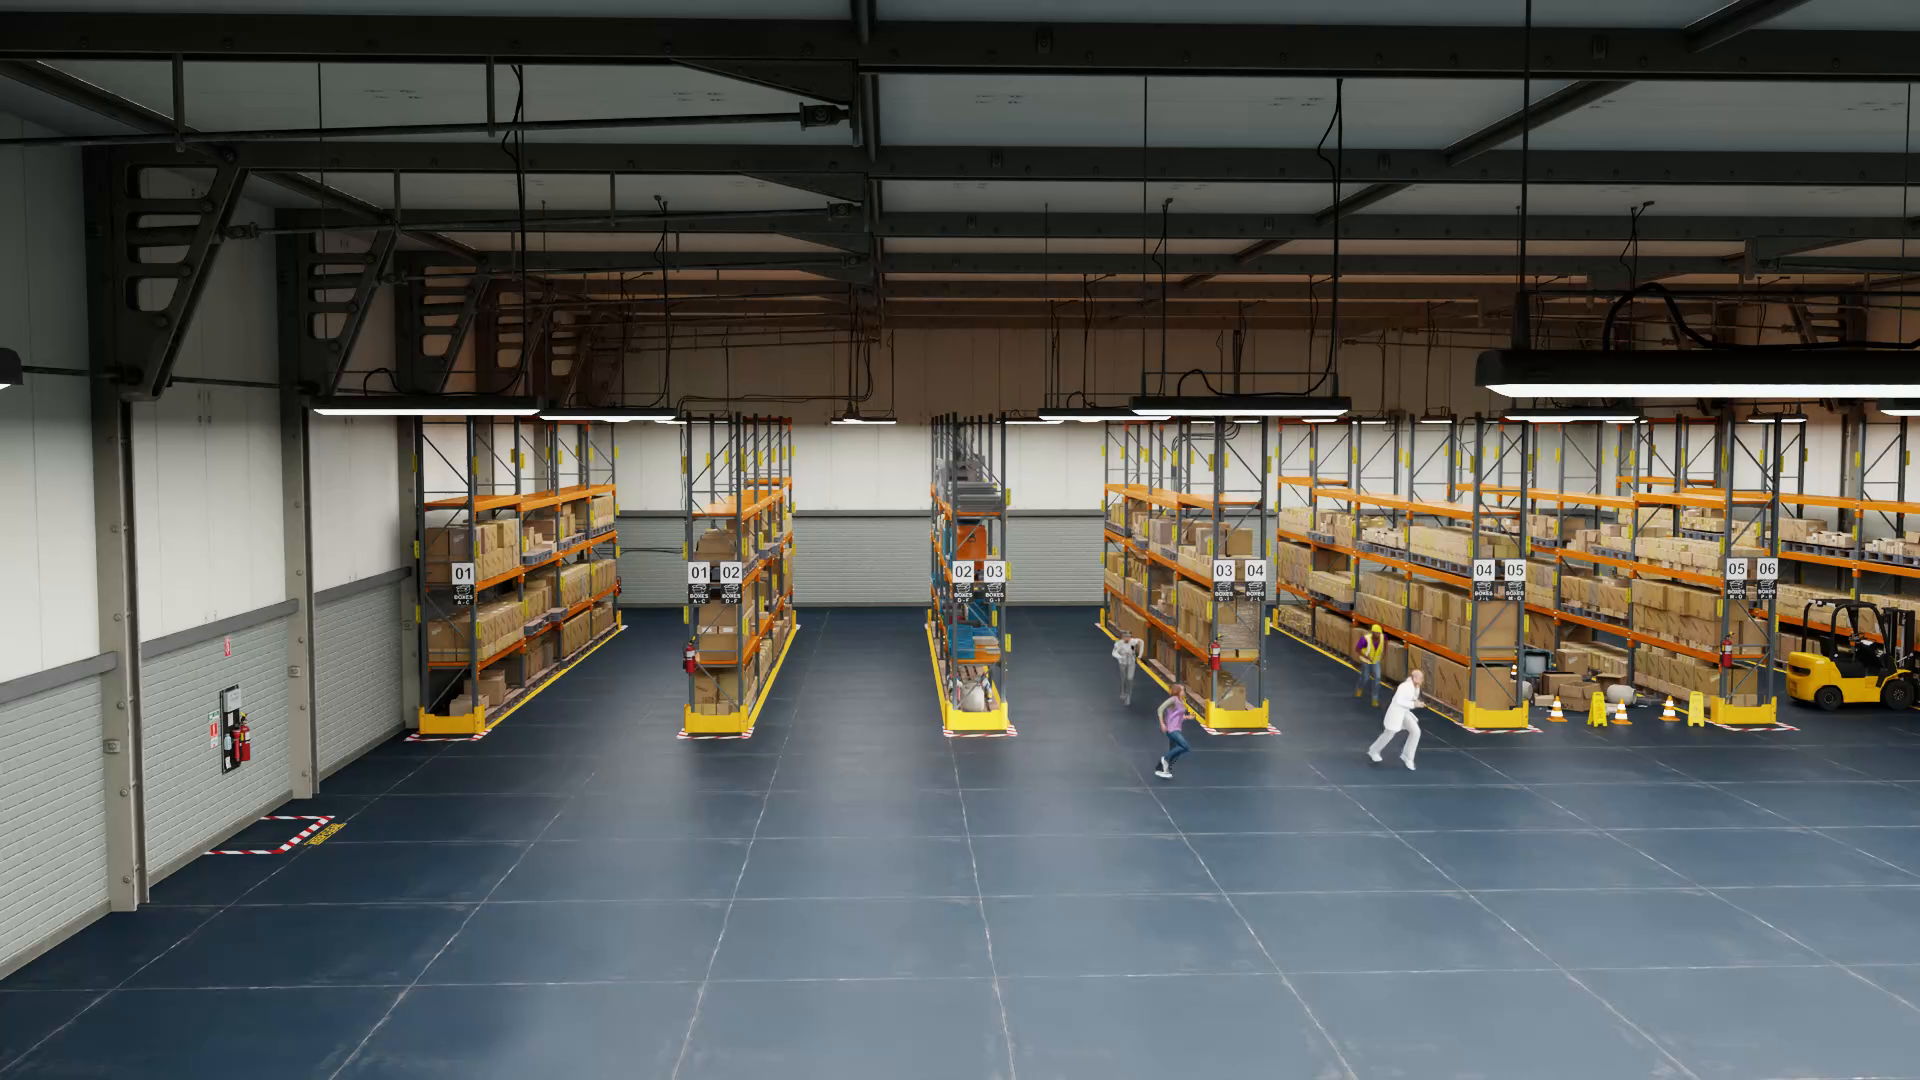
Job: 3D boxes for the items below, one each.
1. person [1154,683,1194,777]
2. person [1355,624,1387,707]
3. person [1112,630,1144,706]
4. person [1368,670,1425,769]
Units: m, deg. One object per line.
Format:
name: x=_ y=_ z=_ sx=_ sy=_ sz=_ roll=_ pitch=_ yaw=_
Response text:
person: x=3.487 y=3.097 z=27.023 sx=0.639 sy=1.536 sz=0.524 roll=2 pitch=4 yaw=23
person: x=8.473 y=2.559 z=34.435 sx=0.744 sy=1.715 sz=1.057 roll=-1 pitch=4 yaw=-13
person: x=3.474 y=2.623 z=34.432 sx=0.653 sy=1.612 sz=0.949 roll=0 pitch=4 yaw=5
person: x=7.381 y=3.008 z=28.034 sx=1.073 sy=1.733 sz=0.752 roll=4 pitch=5 yaw=44
